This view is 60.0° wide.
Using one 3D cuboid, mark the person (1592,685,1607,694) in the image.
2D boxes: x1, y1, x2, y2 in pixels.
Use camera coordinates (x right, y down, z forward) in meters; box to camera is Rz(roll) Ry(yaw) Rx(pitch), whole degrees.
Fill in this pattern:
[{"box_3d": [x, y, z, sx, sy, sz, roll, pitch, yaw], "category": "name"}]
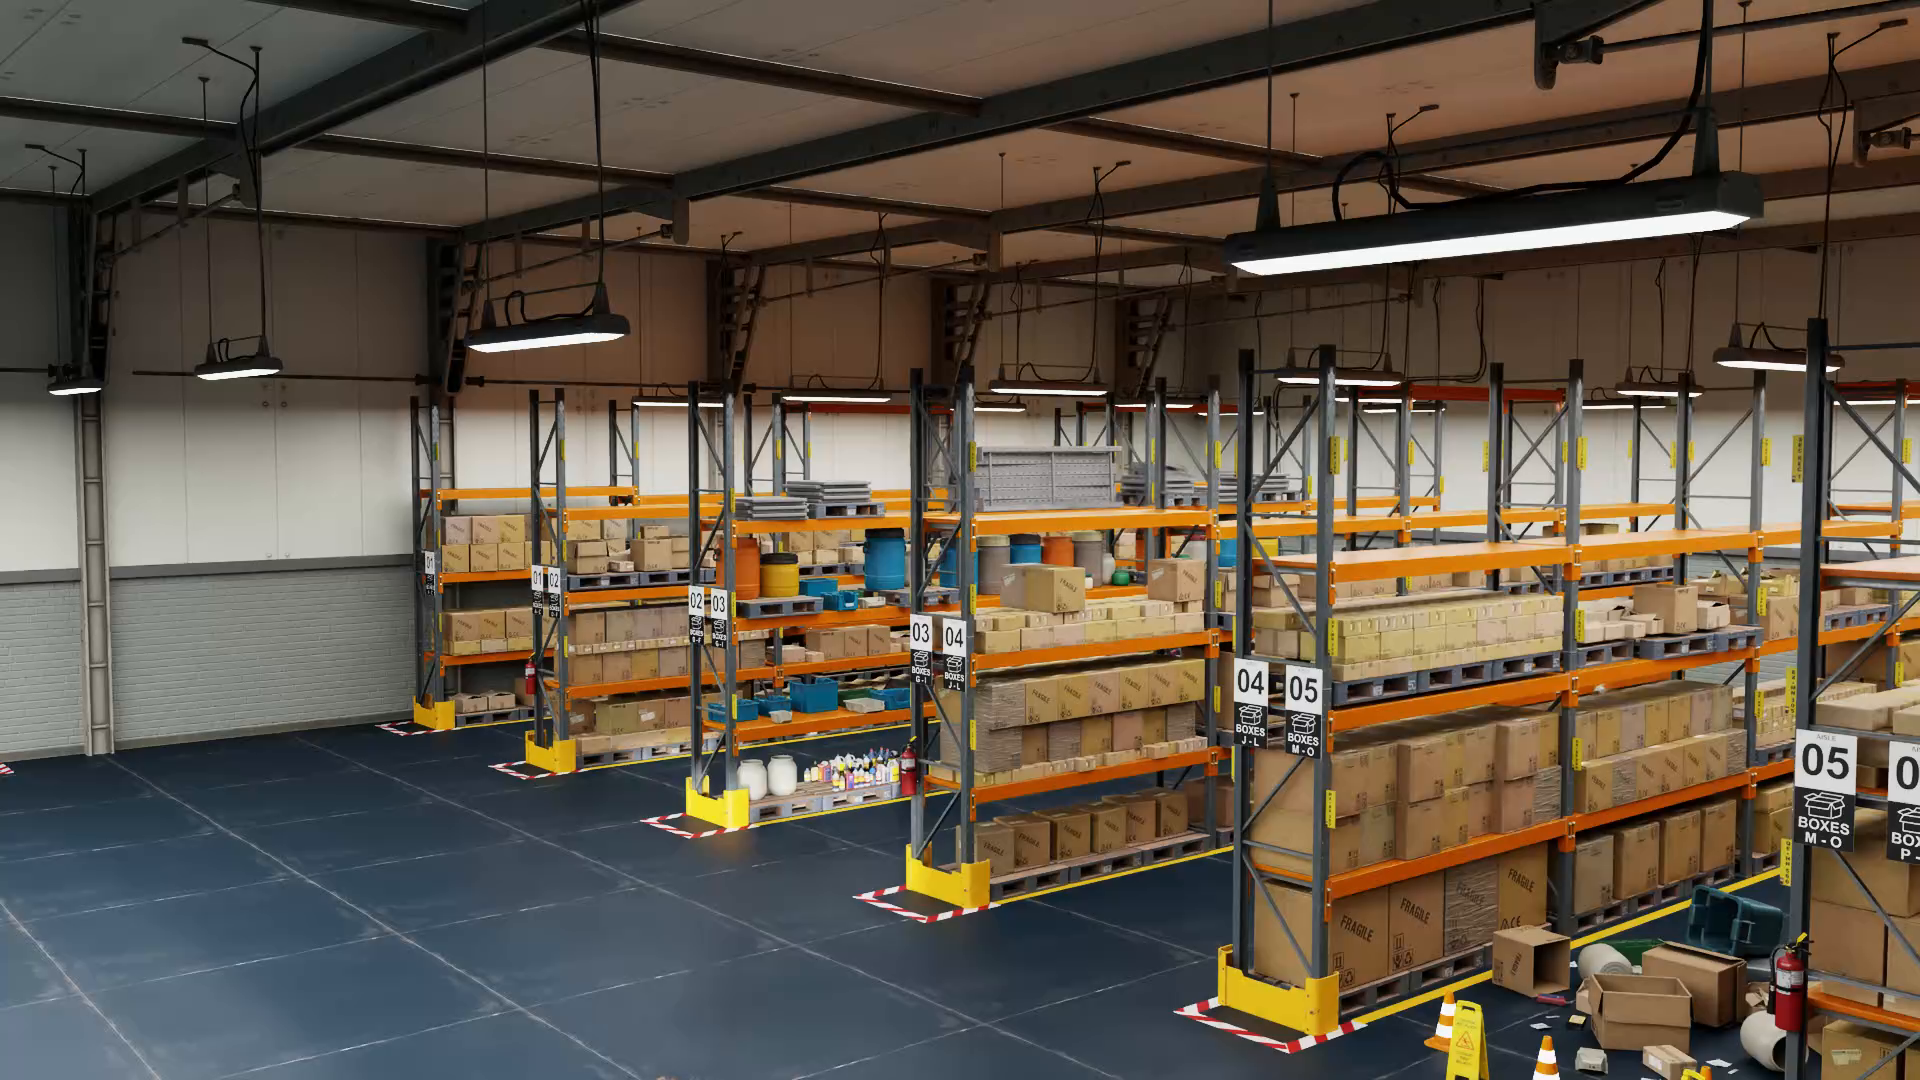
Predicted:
[{"box_3d": [9.351, 2.933, 24.276, 0.608, 1.643, 0.685, 3, 5, 42], "category": "person"}]
